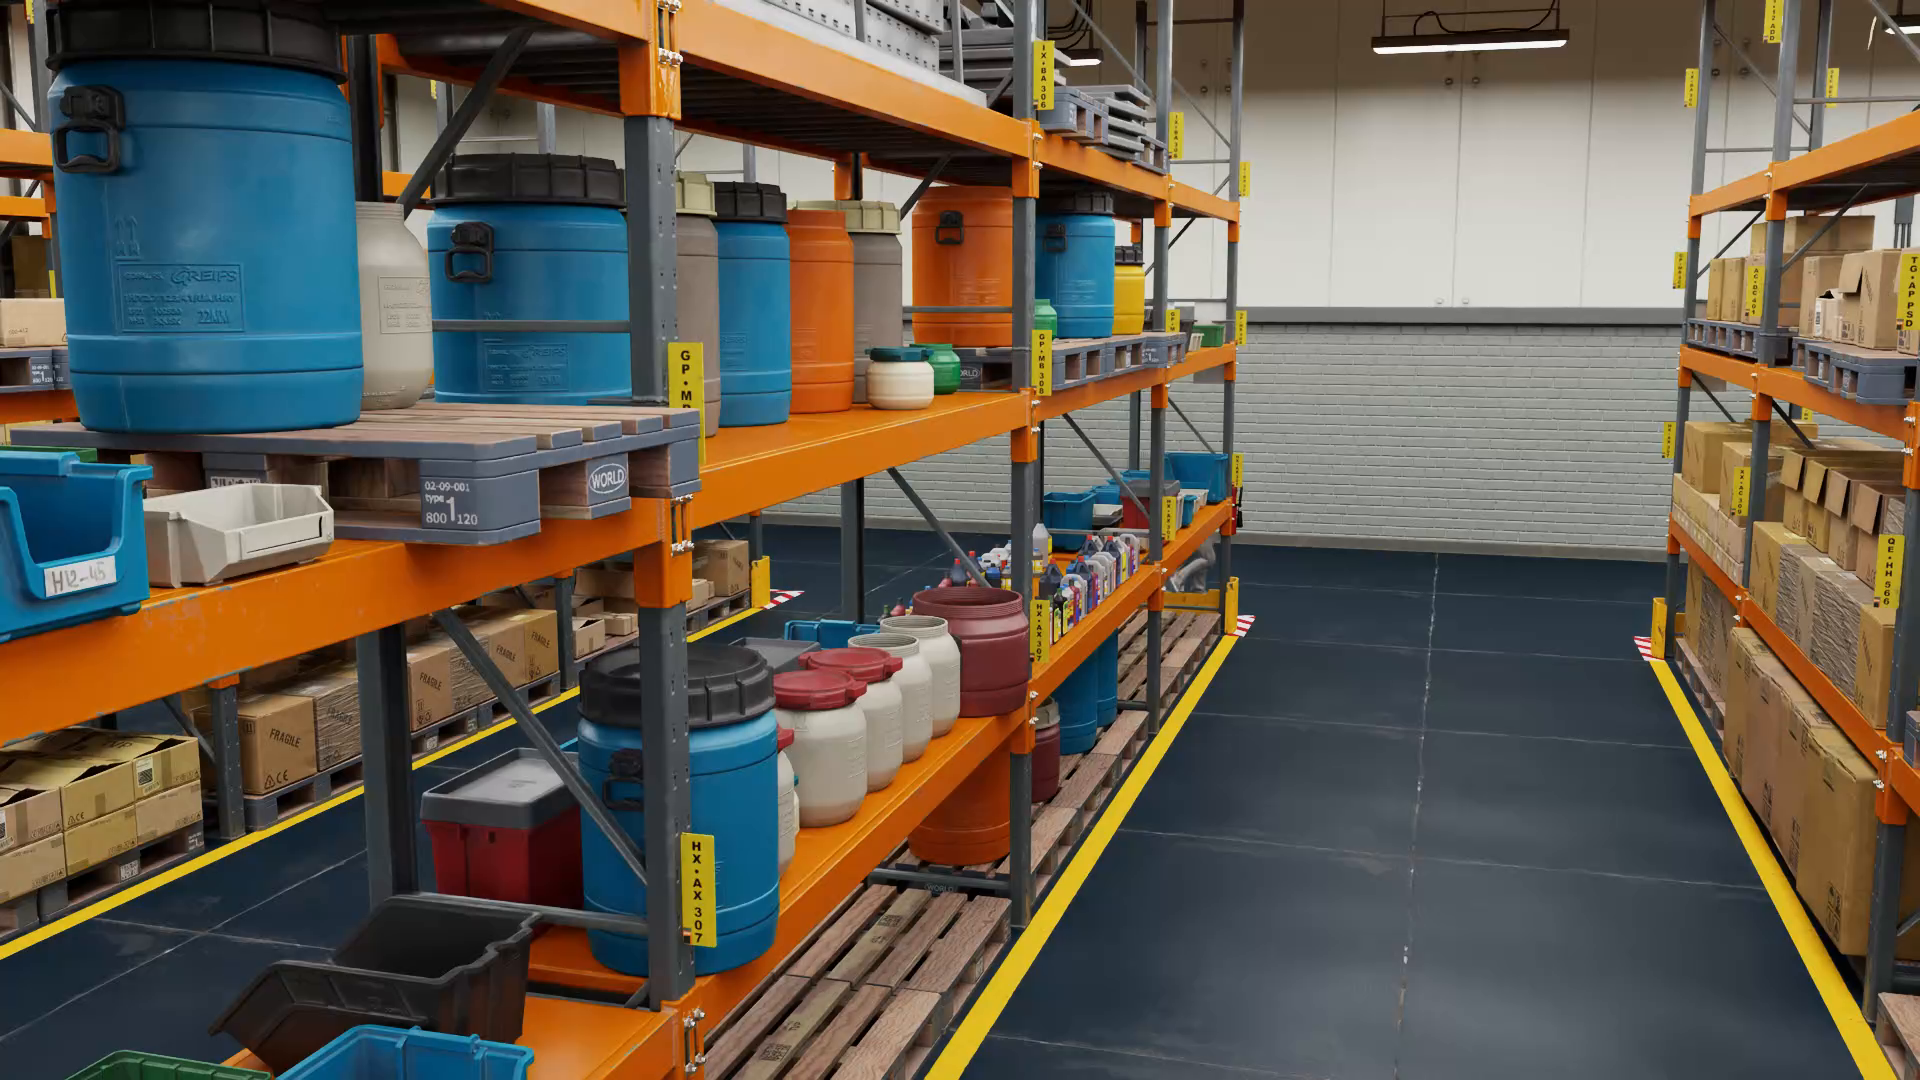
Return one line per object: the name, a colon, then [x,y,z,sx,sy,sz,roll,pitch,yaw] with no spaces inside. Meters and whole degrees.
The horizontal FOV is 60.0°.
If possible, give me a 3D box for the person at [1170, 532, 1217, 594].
person: [2.483,-0.118,17.512,0.484,1.581,0.419,3,9,19]
